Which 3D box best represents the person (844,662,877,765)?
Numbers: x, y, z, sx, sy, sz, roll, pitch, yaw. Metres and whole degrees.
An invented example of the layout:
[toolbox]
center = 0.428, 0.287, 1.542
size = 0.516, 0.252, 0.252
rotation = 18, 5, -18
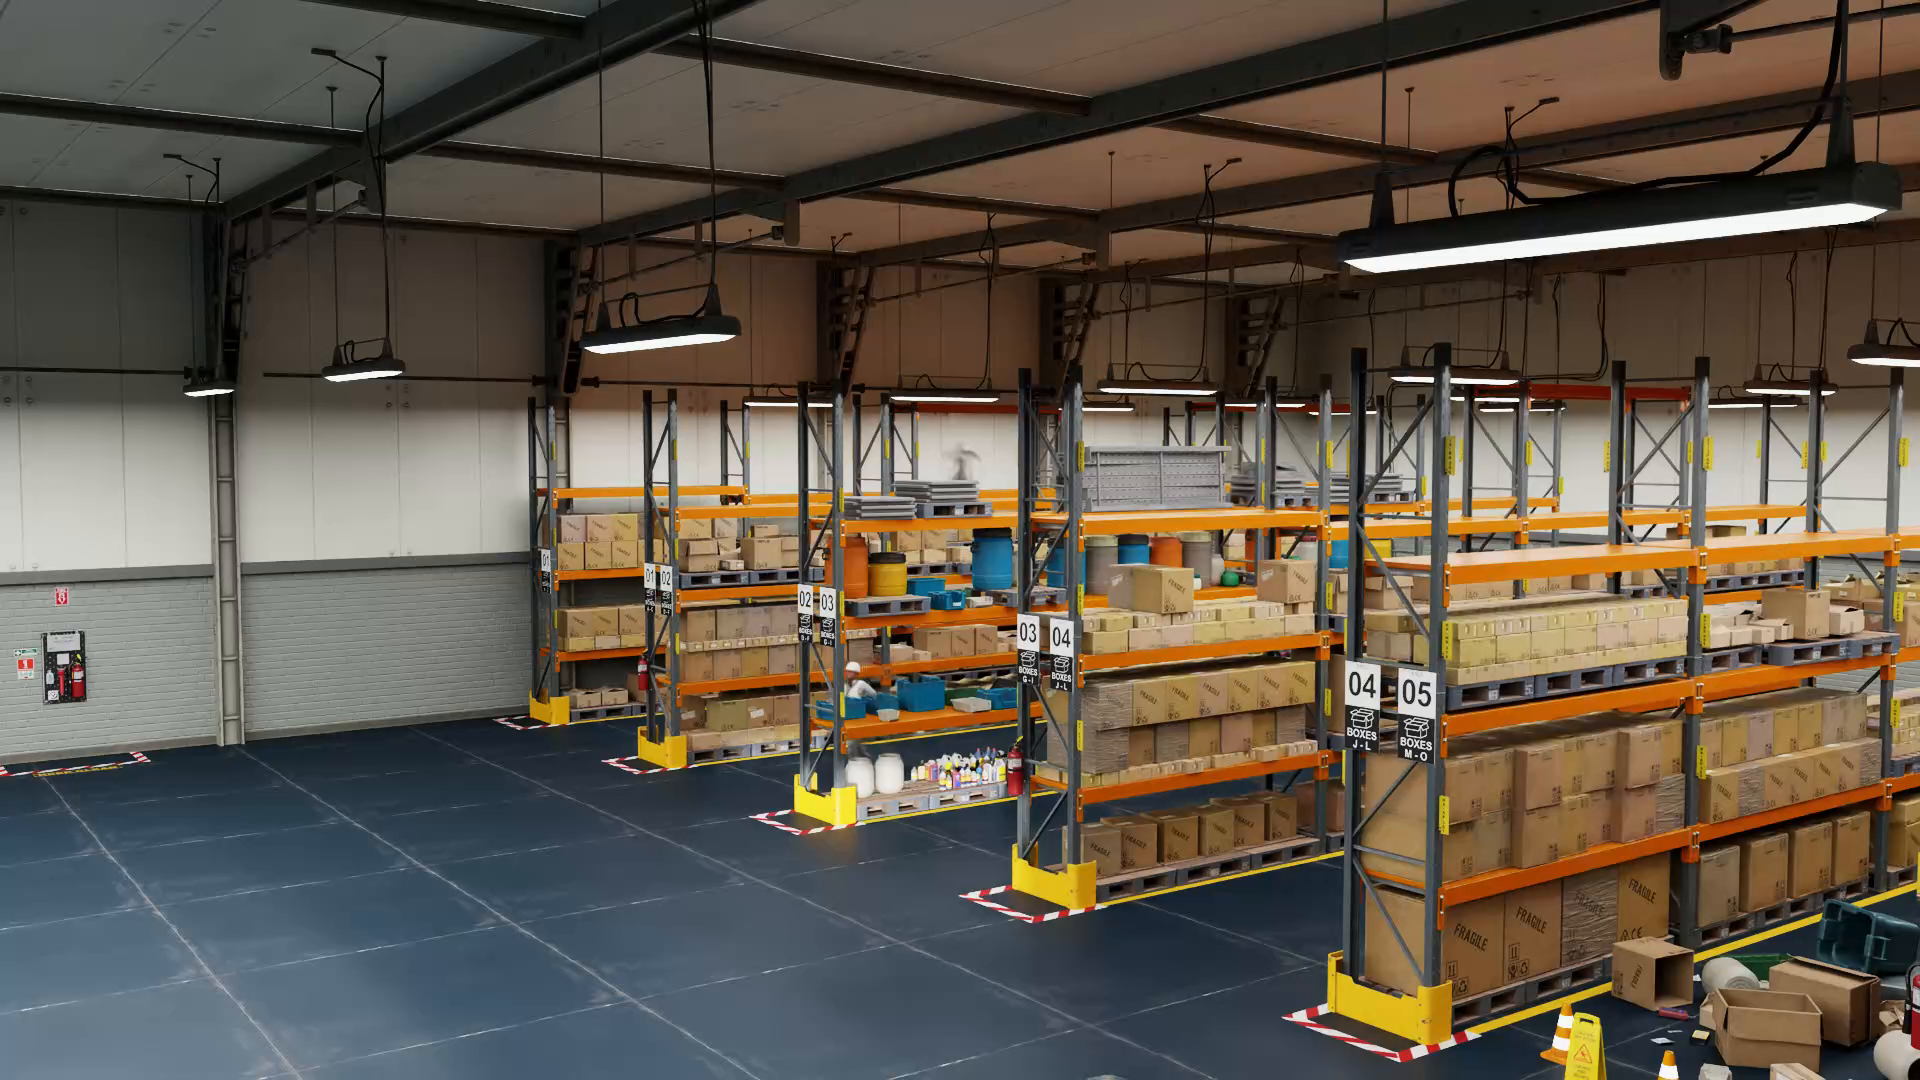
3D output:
[person]
center = -1.607, 2.772, 25.508
size = 0.674, 1.825, 0.815
rotation = 3, 5, 43
